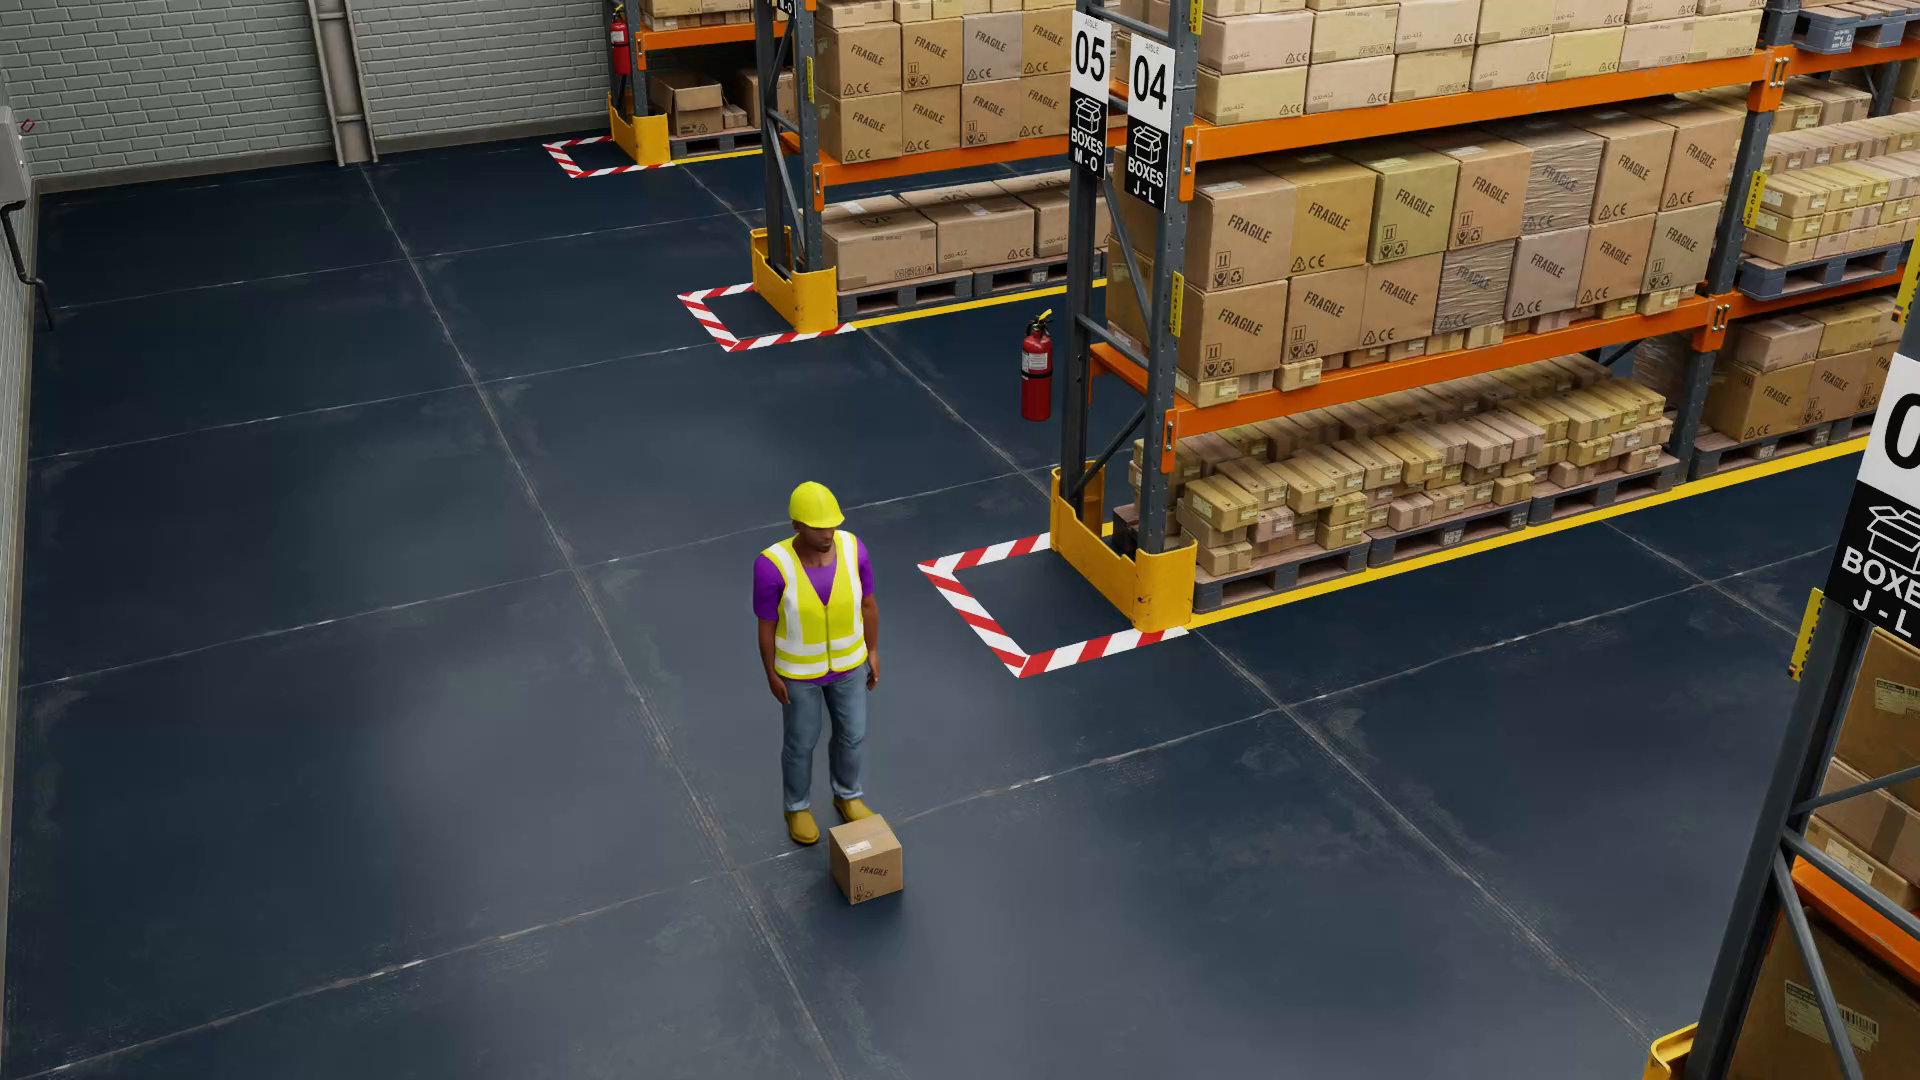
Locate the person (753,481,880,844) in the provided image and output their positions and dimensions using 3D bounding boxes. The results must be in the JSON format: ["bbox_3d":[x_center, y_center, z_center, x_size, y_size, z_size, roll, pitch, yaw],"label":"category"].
[{"bbox_3d":[-0.618,0.550,7.451,0.563,1.761,0.359,-12,32,-21],"label":"person"}]
